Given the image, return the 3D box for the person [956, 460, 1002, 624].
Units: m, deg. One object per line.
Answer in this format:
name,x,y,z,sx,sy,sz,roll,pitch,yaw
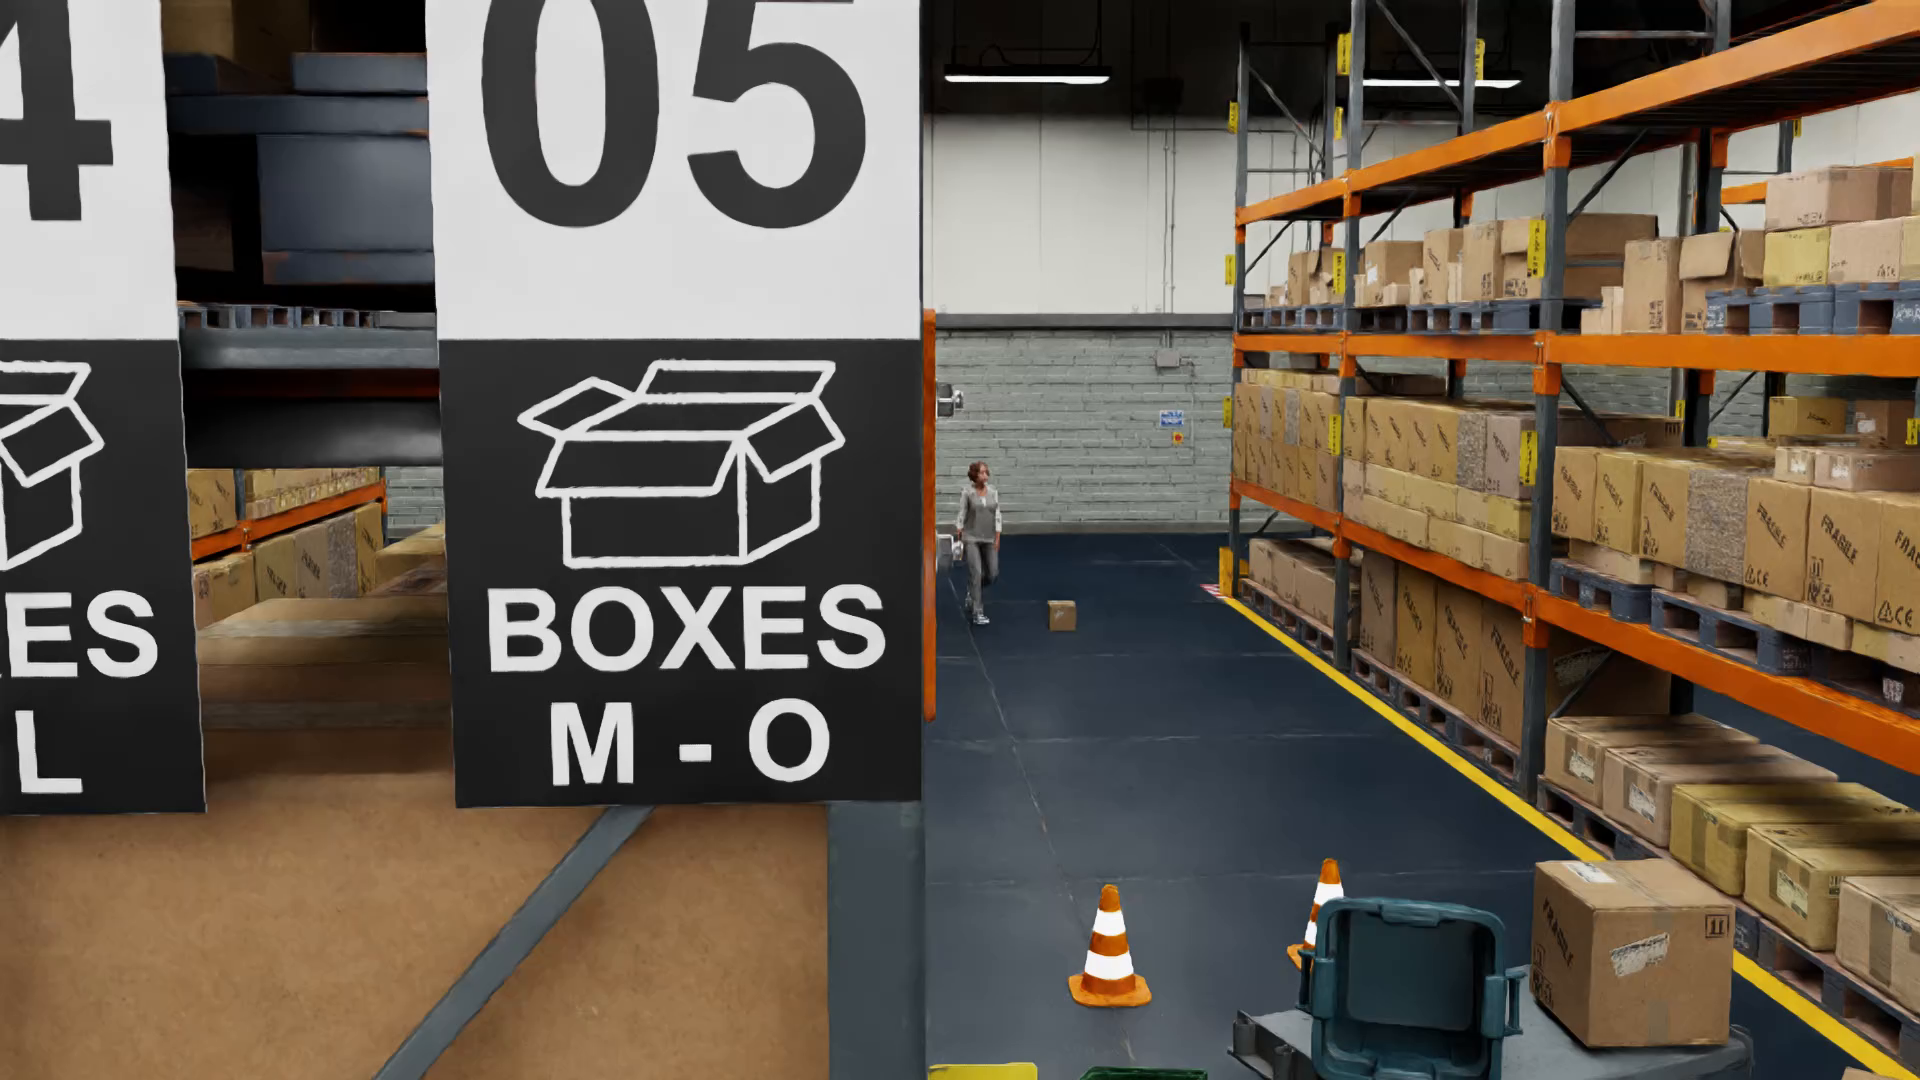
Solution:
person,0.172,0.008,16.192,0.440,1.574,0.664,-2,7,-19
